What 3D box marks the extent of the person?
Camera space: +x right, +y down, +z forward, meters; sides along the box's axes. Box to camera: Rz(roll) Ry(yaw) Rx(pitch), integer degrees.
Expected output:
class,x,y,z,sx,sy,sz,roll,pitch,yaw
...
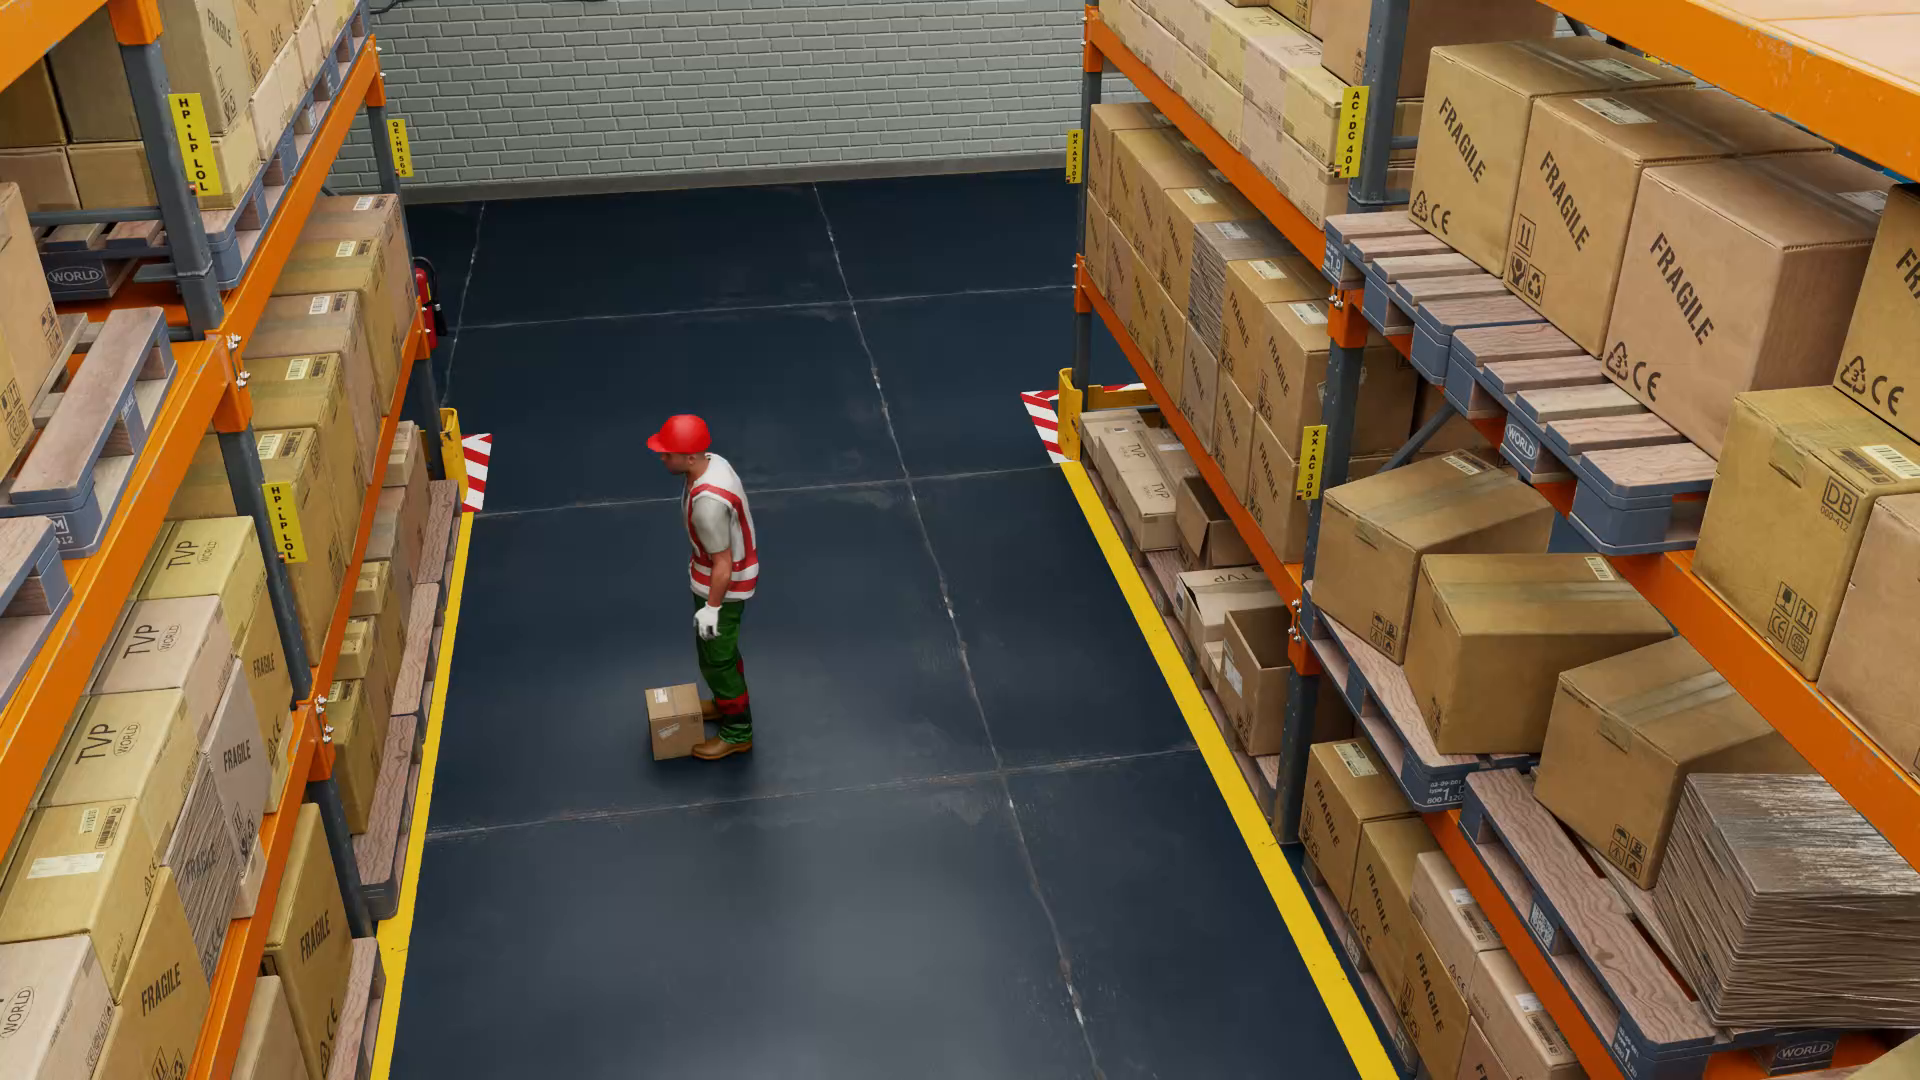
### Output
class,x,y,z,sx,sy,sz,roll,pitch,yaw
person,-1.164,0.205,7.775,0.450,1.779,0.608,-5,31,-9
